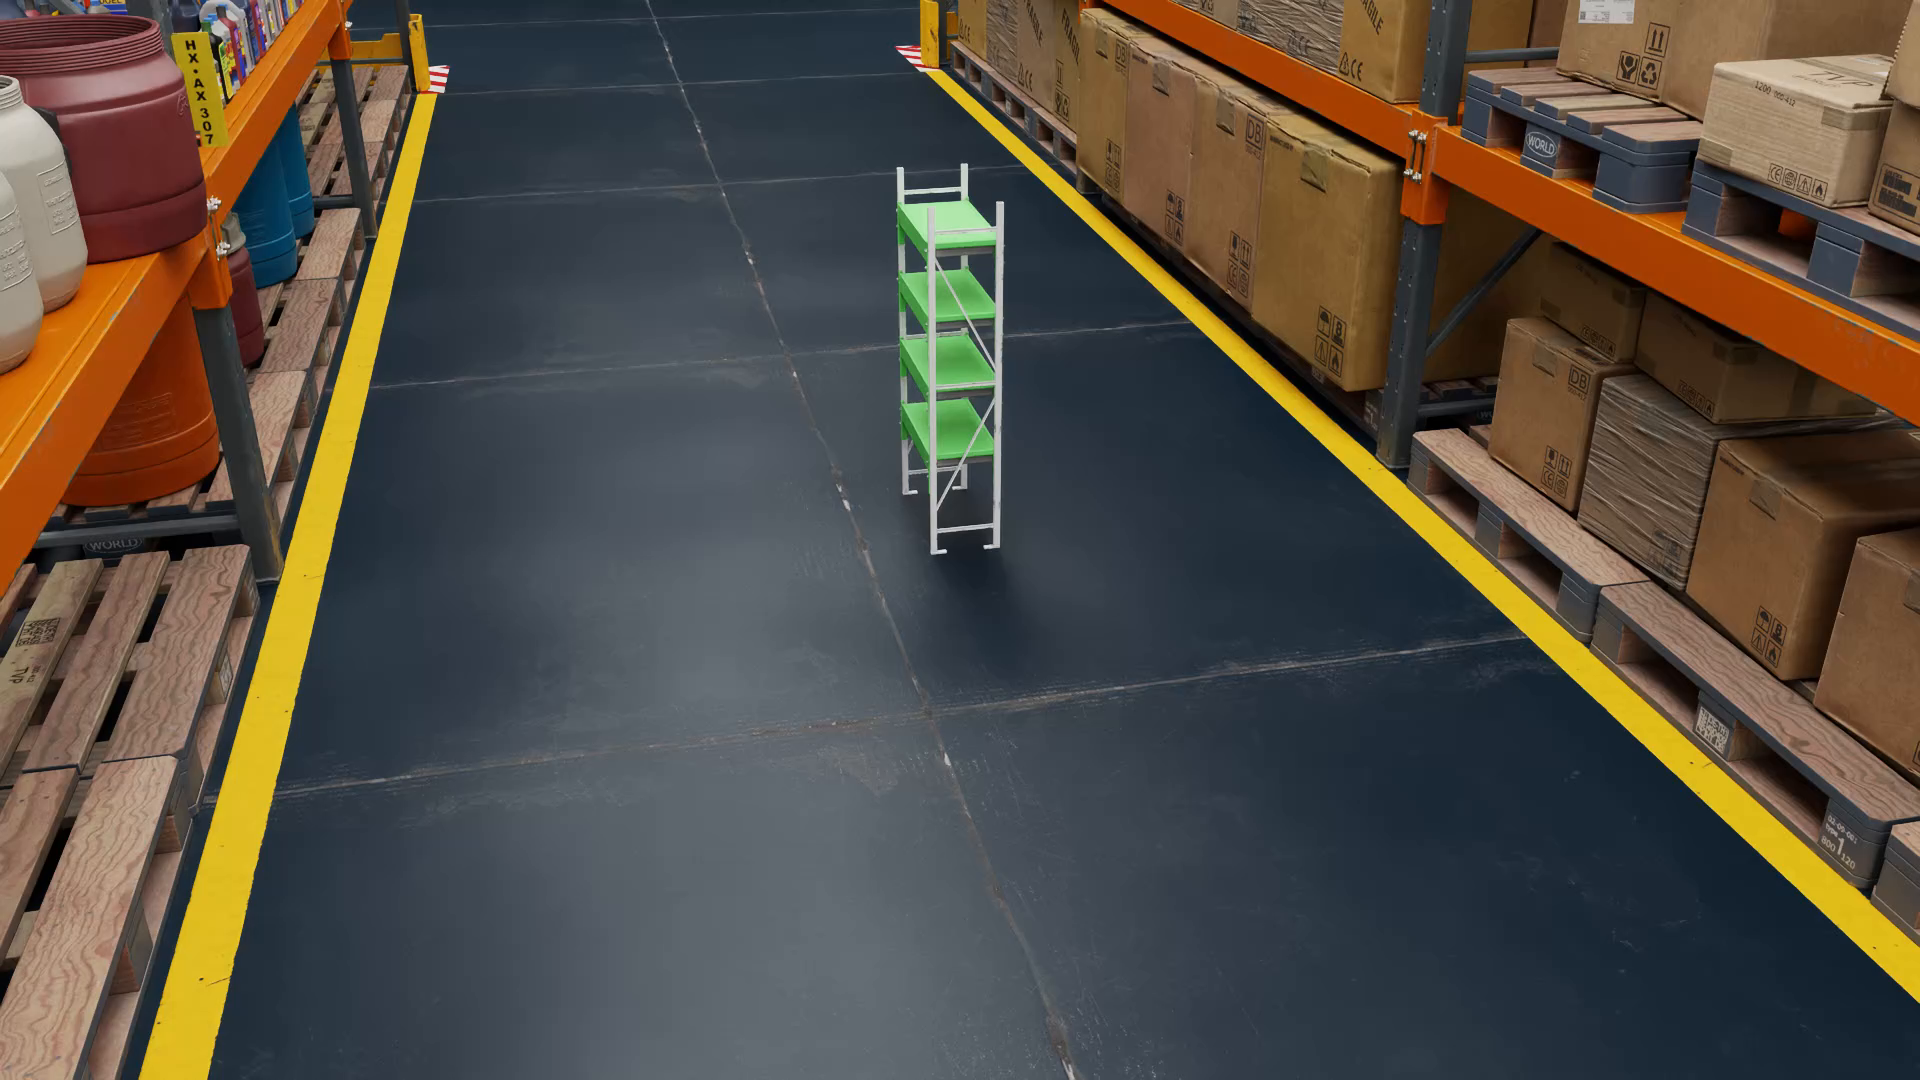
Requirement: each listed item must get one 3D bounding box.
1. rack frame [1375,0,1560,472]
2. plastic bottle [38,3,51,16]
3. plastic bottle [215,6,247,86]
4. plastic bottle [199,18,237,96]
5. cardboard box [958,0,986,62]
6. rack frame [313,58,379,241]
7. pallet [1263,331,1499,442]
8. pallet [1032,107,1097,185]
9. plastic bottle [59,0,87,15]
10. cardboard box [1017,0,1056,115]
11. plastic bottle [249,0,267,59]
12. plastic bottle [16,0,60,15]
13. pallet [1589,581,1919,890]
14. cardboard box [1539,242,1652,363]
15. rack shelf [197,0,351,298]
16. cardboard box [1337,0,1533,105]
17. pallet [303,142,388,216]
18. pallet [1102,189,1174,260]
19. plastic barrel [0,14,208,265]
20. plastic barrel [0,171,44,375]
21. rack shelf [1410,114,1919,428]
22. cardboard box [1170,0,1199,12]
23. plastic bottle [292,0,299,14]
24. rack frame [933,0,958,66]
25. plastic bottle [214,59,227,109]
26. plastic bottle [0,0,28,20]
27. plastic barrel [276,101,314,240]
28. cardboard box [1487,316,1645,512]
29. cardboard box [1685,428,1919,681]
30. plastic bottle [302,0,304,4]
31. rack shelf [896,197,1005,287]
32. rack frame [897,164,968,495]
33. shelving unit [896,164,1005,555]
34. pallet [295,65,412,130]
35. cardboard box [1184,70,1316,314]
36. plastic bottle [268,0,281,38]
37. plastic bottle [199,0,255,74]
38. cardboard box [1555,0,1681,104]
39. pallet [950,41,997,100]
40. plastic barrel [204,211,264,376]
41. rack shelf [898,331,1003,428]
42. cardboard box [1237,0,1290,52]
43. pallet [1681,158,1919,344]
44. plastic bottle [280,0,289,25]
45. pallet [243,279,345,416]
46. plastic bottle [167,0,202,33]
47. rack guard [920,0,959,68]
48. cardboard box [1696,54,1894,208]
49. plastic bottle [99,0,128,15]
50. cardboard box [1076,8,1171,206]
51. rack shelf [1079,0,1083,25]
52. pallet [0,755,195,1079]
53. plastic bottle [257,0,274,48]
[{"bbox_3d":[2.089,-1.675,5.739,1.000,3.000,0.127,-6,27,-12],"label":"rack frame"},{"bbox_3d":[-3.402,-1.851,6.218,0.061,0.283,0.133,-6,27,-12],"label":"plastic bottle"},{"bbox_3d":[-2.735,-1.854,6.224,0.061,0.283,0.133,-6,27,-12],"label":"plastic bottle"},{"bbox_3d":[-2.705,-1.754,6.038,0.097,0.271,0.097,0,27,0],"label":"plastic bottle"},{"bbox_3d":[0.509,-4.153,12.540,0.875,0.875,0.875,-6,27,-12],"label":"cardboard box"},{"bbox_3d":[-3.638,-2.928,8.221,1.000,3.000,0.127,-6,27,-12],"label":"rack frame"},{"bbox_3d":[1.985,-0.783,7.068,1.003,0.211,1.213,-6,27,-12],"label":"pallet"},{"bbox_3d":[1.093,-2.527,10.523,1.003,0.211,1.213,-6,27,-12],"label":"pallet"},{"bbox_3d":[-3.460,-1.995,6.517,0.097,0.271,0.097,0,27,0],"label":"plastic bottle"},{"bbox_3d":[0.914,-3.362,10.975,0.875,0.875,0.875,-6,27,-12],"label":"cardboard box"},{"bbox_3d":[-2.859,-2.096,6.703,0.061,0.283,0.133,-6,27,-12],"label":"plastic bottle"},{"bbox_3d":[-3.568,-1.999,6.437,0.144,0.351,0.185,-6,27,-12],"label":"plastic bottle"},{"bbox_3d":[2.536,0.448,4.628,1.003,0.211,1.213,-6,27,-12],"label":"pallet"},{"bbox_3d":[2.270,-0.799,5.457,0.500,0.250,0.500,-5,27,-9],"label":"cardboard box"},{"bbox_3d":[-3.187,-1.728,6.644,1.077,0.370,4.000,-6,27,-12],"label":"rack shelf"},{"bbox_3d":[1.737,-1.911,6.096,0.500,0.500,0.500,-5,27,-10],"label":"cardboard box"},{"bbox_3d":[-3.841,-2.002,9.481,1.003,0.211,1.213,-6,27,-12],"label":"pallet"},{"bbox_3d":[1.435,-1.855,9.190,1.003,0.211,1.213,-6,27,-12],"label":"pallet"},{"bbox_3d":[-2.336,-1.059,4.369,0.600,0.536,0.708,-6,27,-12],"label":"plastic barrel"},{"bbox_3d":[-2.201,-0.607,3.499,0.421,0.512,0.421,0,27,0],"label":"plastic barrel"},{"bbox_3d":[2.540,-0.475,4.161,1.077,0.370,4.000,-6,27,-12],"label":"rack shelf"},{"bbox_3d":[1.275,-2.808,7.872,0.500,0.500,0.500,-7,28,-13],"label":"cardboard box"},{"bbox_3d":[-3.152,-2.572,7.654,0.152,0.276,0.135,-6,27,-12],"label":"plastic bottle"},{"bbox_3d":[0.287,-5.187,12.697,1.000,3.000,0.127,-6,27,-12],"label":"rack frame"},{"bbox_3d":[-2.653,-1.621,5.853,0.097,0.201,0.097,0,27,0],"label":"plastic bottle"},{"bbox_3d":[-3.496,-1.860,6.160,0.144,0.351,0.185,-6,27,-12],"label":"plastic bottle"},{"bbox_3d":[-3.532,-1.938,8.123,0.600,0.901,0.708,-6,27,-12],"label":"plastic barrel"},{"bbox_3d":[2.260,-0.463,5.624,0.700,0.500,0.500,-7,28,-14],"label":"cardboard box"},{"bbox_3d":[2.532,0.027,4.653,0.700,0.500,0.500,-4,27,-7],"label":"cardboard box"},{"bbox_3d":[-3.181,-2.651,7.893,0.097,0.201,0.097,0,27,0],"label":"plastic bottle"},{"bbox_3d":[-0.037,-0.980,5.436,0.258,0.148,0.480,-6,27,-12],"label":"rack shelf"},{"bbox_3d":[-0.092,-0.715,5.836,0.240,1.200,0.015,-6,27,-12],"label":"rack frame"},{"bbox_3d":[-0.037,-0.608,5.624,0.258,1.200,0.503,-6,27,-12],"label":"shelving unit"},{"bbox_3d":[-4.391,-3.073,11.604,1.003,0.211,1.213,-6,27,-12],"label":"pallet"},{"bbox_3d":[1.761,-1.611,7.504,1.225,0.875,0.875,-6,27,-11],"label":"cardboard box"},{"bbox_3d":[-3.008,-2.291,7.098,0.152,0.276,0.135,-6,27,-12],"label":"plastic bottle"},{"bbox_3d":[-2.831,-1.948,6.418,0.152,0.276,0.135,-6,27,-12],"label":"plastic bottle"},{"bbox_3d":[2.250,-1.674,5.160,0.500,0.500,0.500,-9,28,-18],"label":"cardboard box"},{"bbox_3d":[0.543,-3.599,12.646,1.003,0.211,1.213,-6,27,-12],"label":"pallet"},{"bbox_3d":[-3.118,-0.991,6.595,0.600,0.588,0.708,-6,27,-12],"label":"plastic barrel"},{"bbox_3d":[-0.037,-0.551,5.652,0.258,0.148,0.480,-6,27,-12],"label":"rack shelf"},{"bbox_3d":[1.510,-2.358,6.981,0.500,0.500,0.500,-7,28,-13],"label":"cardboard box"},{"bbox_3d":[2.575,-0.724,4.068,1.003,0.211,1.213,-6,27,-12],"label":"pallet"},{"bbox_3d":[-3.070,-2.454,7.338,0.144,0.351,0.185,-6,27,-12],"label":"plastic bottle"},{"bbox_3d":[-3.226,-0.803,7.107,1.003,0.211,1.213,-6,27,-12],"label":"pallet"},{"bbox_3d":[-2.981,-1.977,6.393,0.144,0.351,0.185,-6,27,-12],"label":"plastic bottle"},{"bbox_3d":[0.281,-4.081,13.281,1.175,0.500,0.348,-6,27,-12],"label":"rack guard"},{"bbox_3d":[2.243,-1.036,4.174,0.500,0.250,0.500,-7,28,-13],"label":"cardboard box"},{"bbox_3d":[-3.548,-2.239,6.995,0.152,0.276,0.135,-6,27,-12],"label":"plastic bottle"},{"bbox_3d":[1.352,-2.391,9.049,1.225,0.875,0.875,-6,27,-11],"label":"cardboard box"},{"bbox_3d":[0.737,-3.987,11.119,1.077,0.370,4.000,-6,27,-12],"label":"rack shelf"},{"bbox_3d":[-2.328,0.952,3.630,1.003,0.211,1.213,-6,27,-12],"label":"pallet"},{"bbox_3d":[-2.955,-2.189,6.896,0.152,0.276,0.135,-6,27,-12],"label":"plastic bottle"}]
